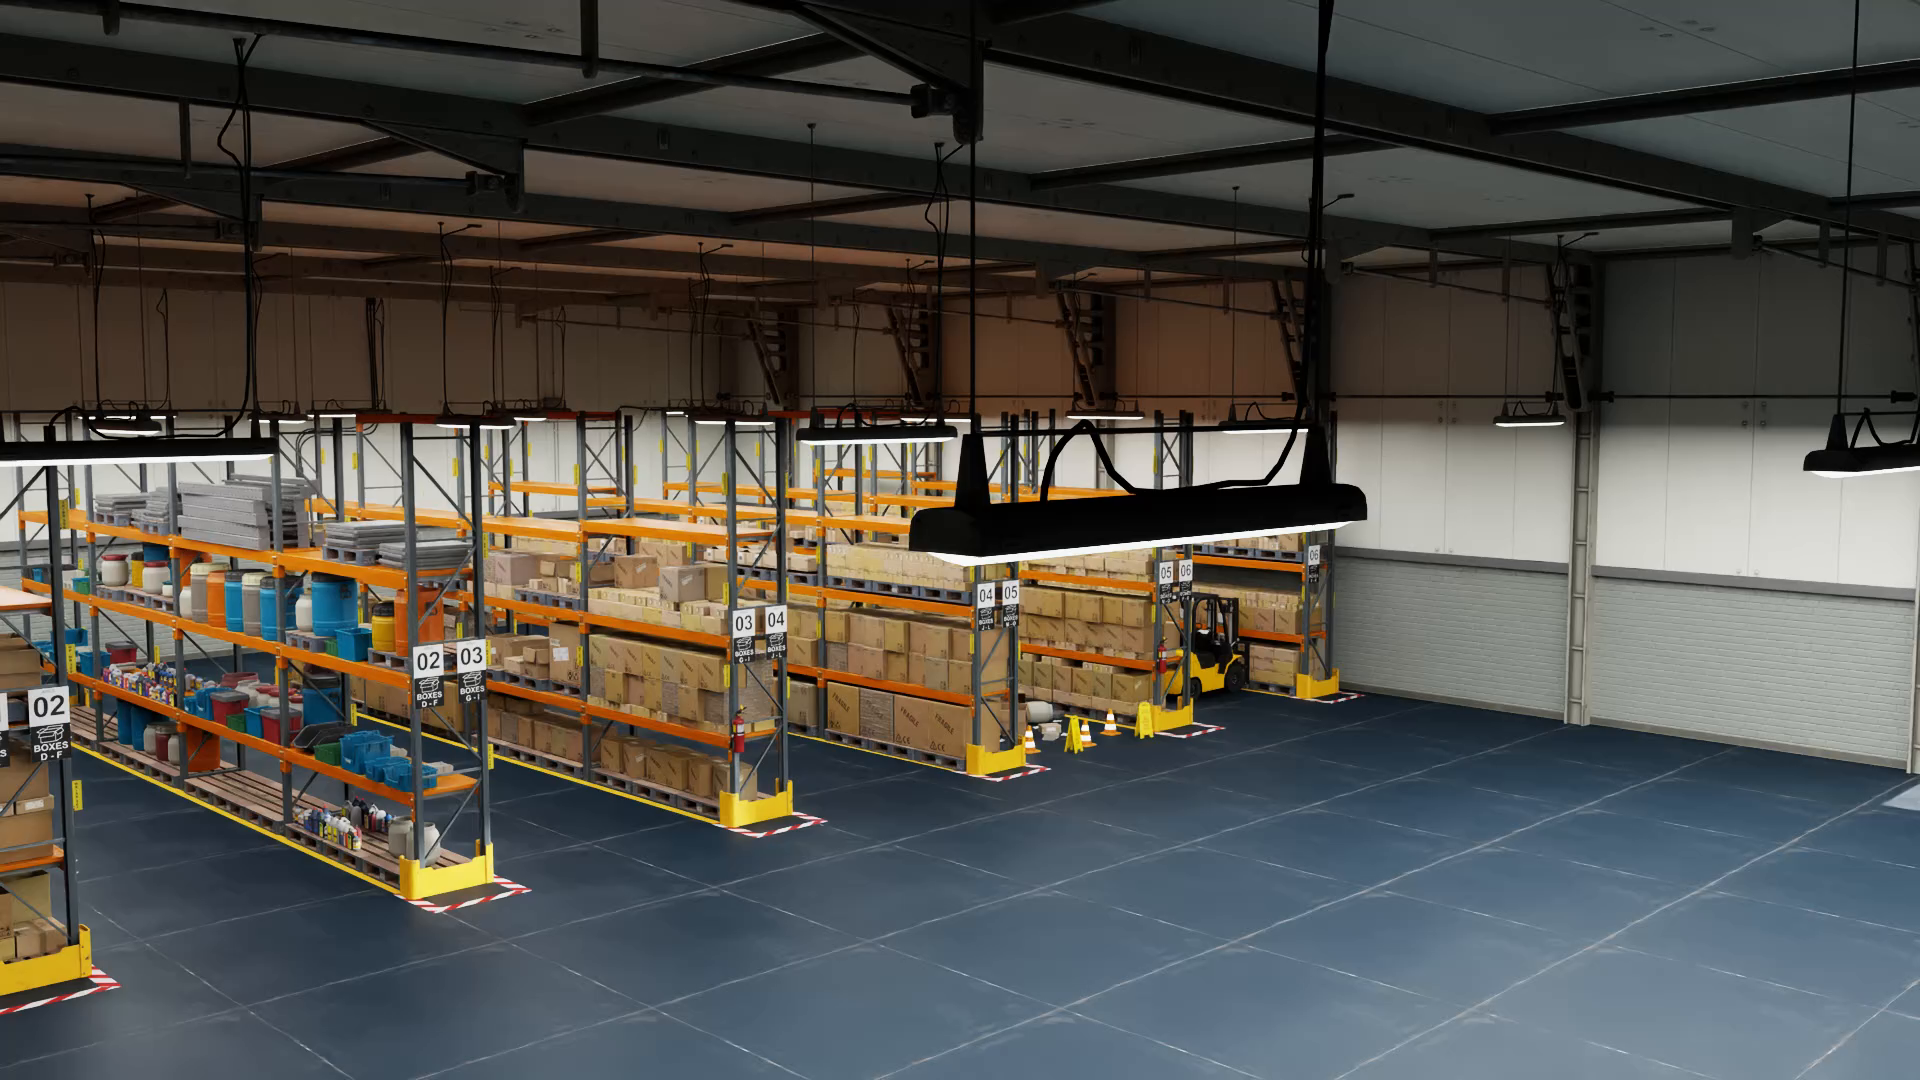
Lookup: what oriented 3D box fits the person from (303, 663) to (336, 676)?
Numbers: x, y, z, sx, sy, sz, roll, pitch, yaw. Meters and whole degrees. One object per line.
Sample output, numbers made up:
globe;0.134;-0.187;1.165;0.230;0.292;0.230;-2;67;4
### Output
person;-12.209;2.747;31.720;0.672;1.685;0.671;-3;6;-33
